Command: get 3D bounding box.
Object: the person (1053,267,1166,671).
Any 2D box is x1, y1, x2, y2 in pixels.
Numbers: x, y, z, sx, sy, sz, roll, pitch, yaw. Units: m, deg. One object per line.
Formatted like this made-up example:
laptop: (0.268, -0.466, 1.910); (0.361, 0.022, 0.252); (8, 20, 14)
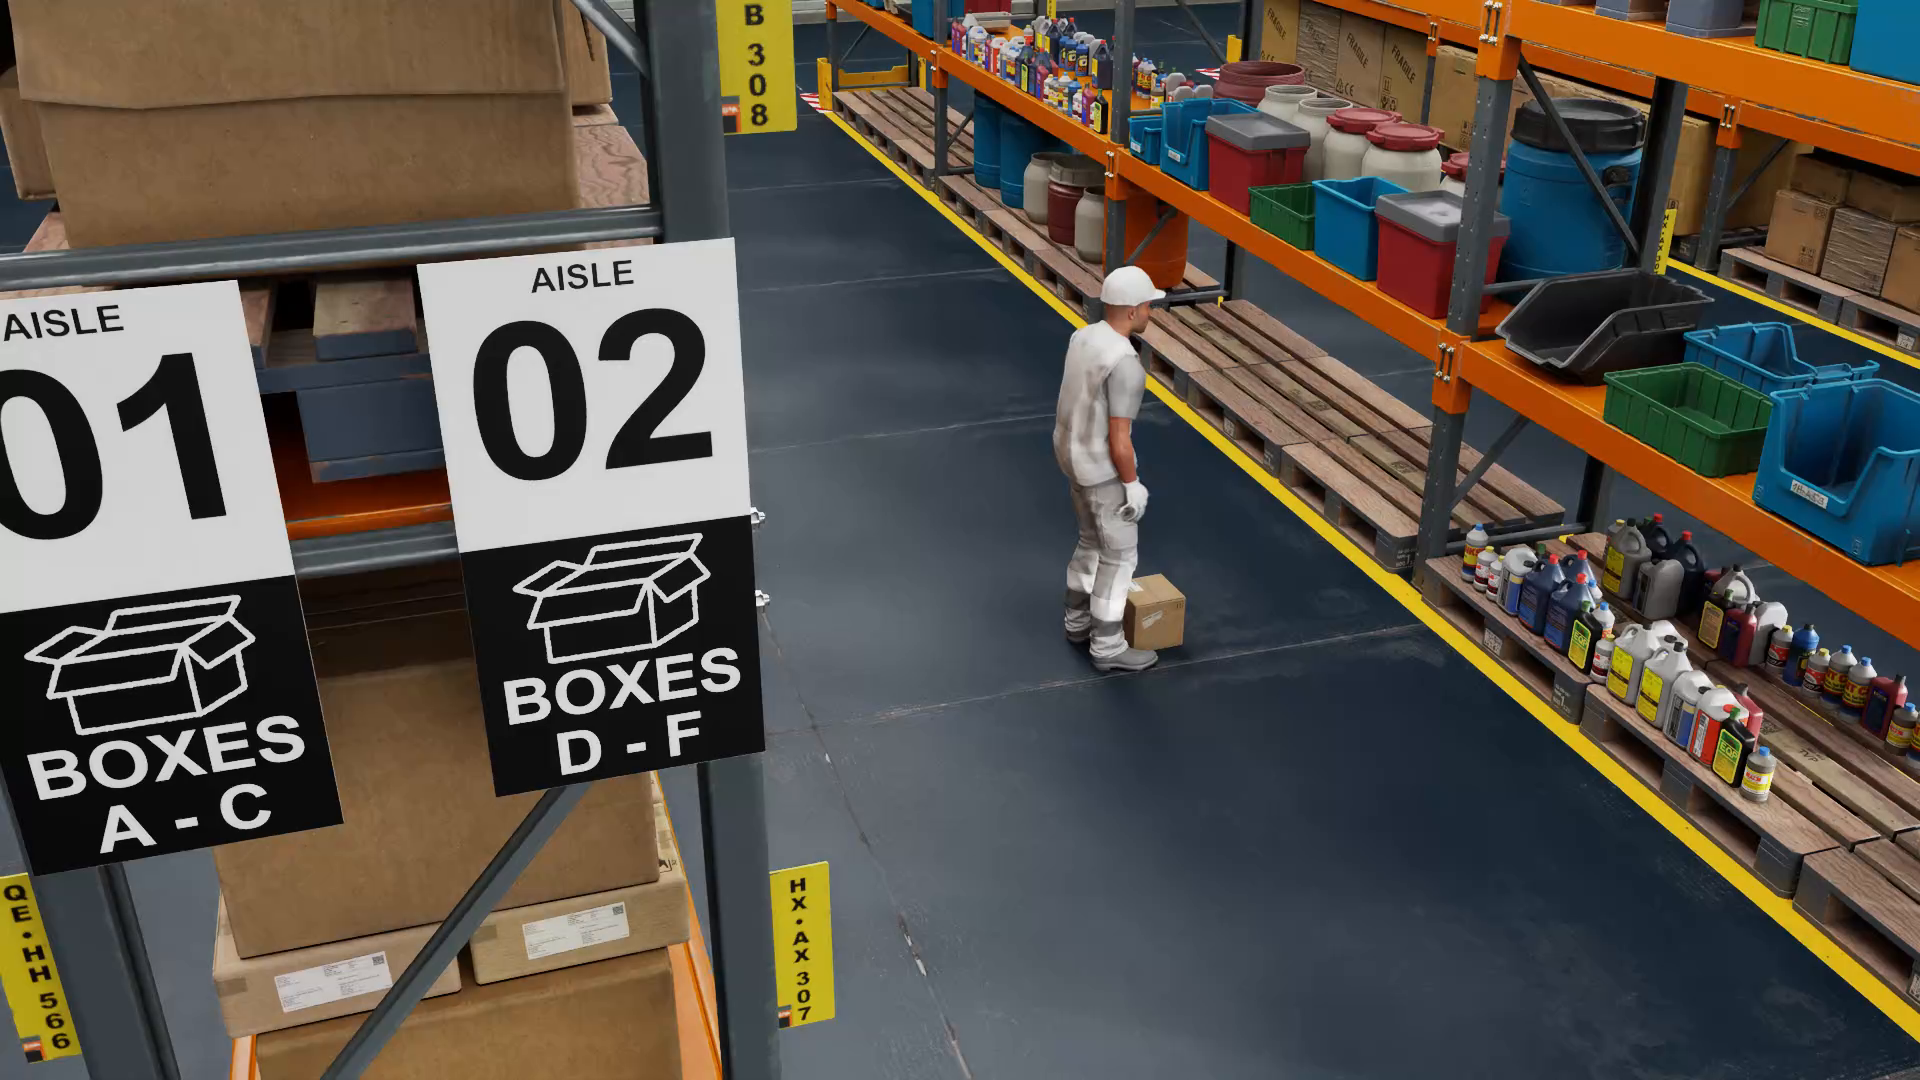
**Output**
person: (0.648, -0.310, 7.230); (0.453, 1.778, 0.579); (-8, 27, -16)
